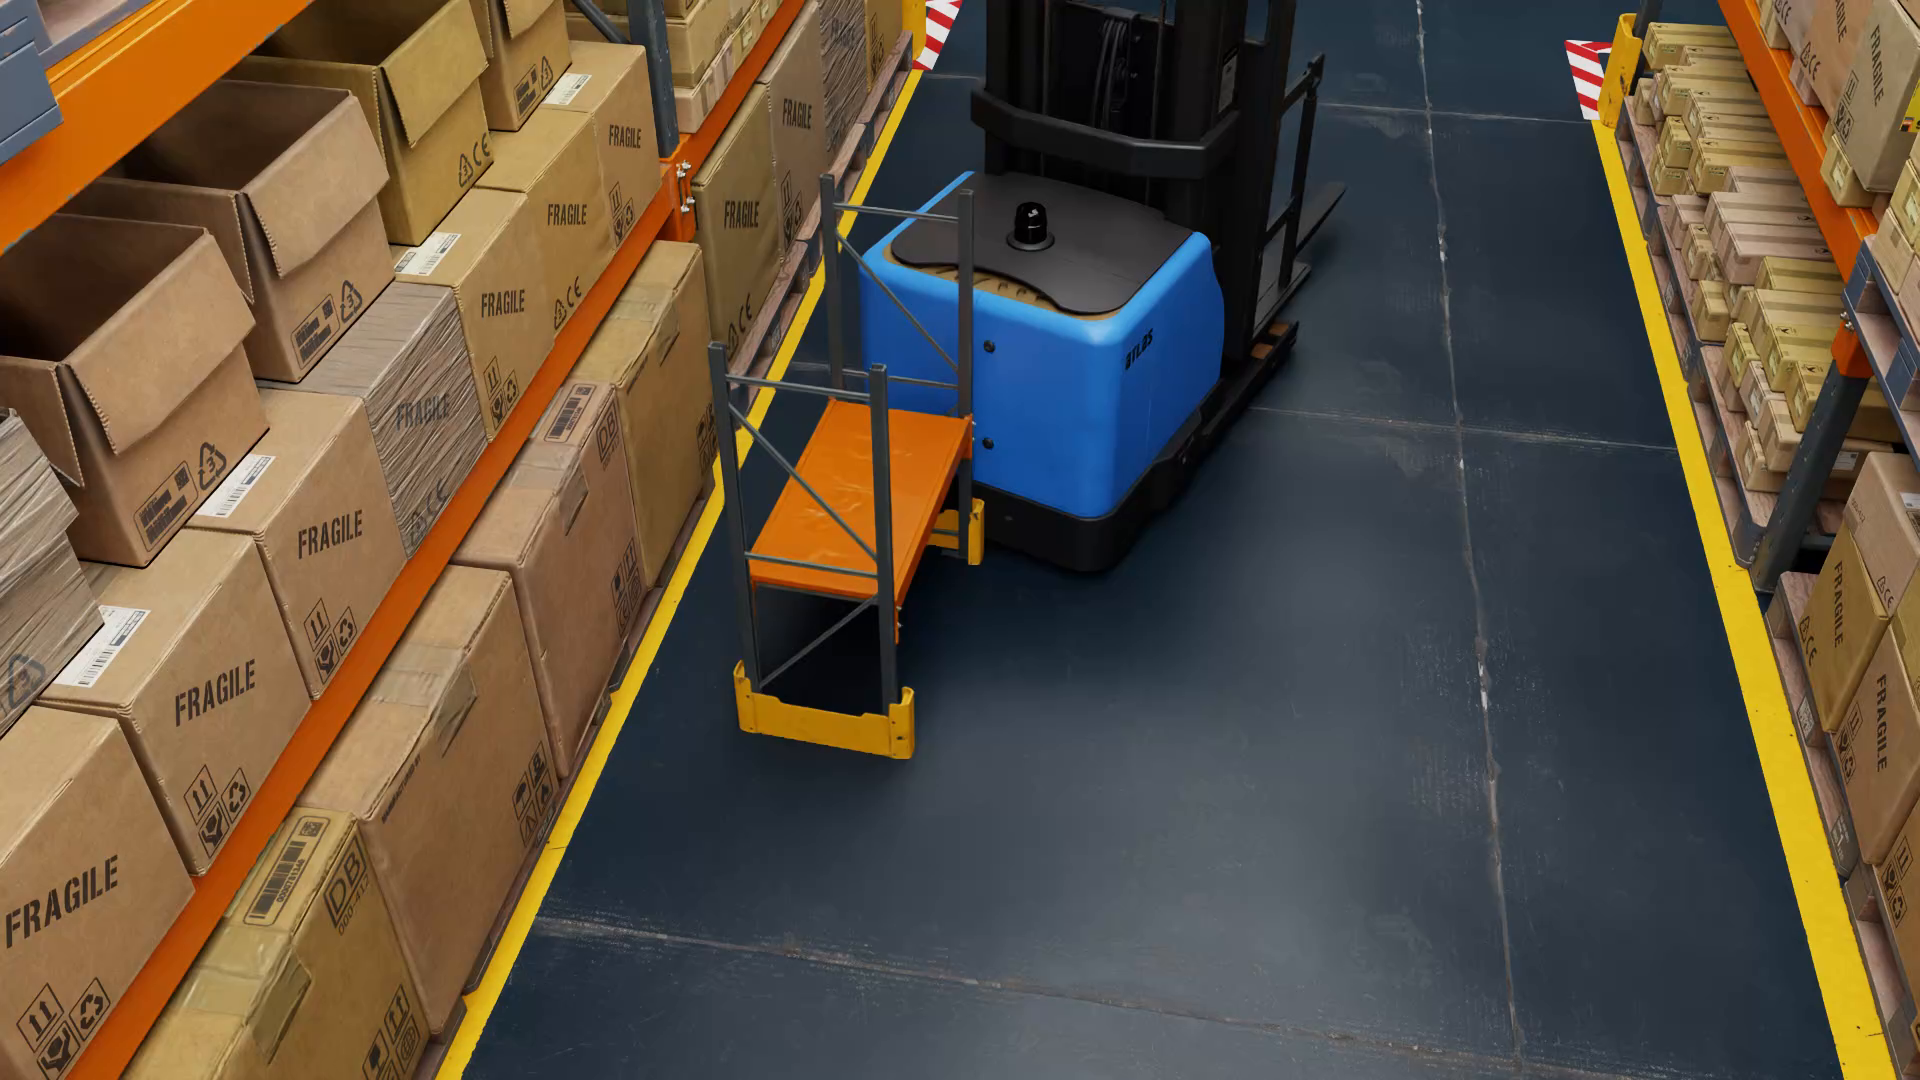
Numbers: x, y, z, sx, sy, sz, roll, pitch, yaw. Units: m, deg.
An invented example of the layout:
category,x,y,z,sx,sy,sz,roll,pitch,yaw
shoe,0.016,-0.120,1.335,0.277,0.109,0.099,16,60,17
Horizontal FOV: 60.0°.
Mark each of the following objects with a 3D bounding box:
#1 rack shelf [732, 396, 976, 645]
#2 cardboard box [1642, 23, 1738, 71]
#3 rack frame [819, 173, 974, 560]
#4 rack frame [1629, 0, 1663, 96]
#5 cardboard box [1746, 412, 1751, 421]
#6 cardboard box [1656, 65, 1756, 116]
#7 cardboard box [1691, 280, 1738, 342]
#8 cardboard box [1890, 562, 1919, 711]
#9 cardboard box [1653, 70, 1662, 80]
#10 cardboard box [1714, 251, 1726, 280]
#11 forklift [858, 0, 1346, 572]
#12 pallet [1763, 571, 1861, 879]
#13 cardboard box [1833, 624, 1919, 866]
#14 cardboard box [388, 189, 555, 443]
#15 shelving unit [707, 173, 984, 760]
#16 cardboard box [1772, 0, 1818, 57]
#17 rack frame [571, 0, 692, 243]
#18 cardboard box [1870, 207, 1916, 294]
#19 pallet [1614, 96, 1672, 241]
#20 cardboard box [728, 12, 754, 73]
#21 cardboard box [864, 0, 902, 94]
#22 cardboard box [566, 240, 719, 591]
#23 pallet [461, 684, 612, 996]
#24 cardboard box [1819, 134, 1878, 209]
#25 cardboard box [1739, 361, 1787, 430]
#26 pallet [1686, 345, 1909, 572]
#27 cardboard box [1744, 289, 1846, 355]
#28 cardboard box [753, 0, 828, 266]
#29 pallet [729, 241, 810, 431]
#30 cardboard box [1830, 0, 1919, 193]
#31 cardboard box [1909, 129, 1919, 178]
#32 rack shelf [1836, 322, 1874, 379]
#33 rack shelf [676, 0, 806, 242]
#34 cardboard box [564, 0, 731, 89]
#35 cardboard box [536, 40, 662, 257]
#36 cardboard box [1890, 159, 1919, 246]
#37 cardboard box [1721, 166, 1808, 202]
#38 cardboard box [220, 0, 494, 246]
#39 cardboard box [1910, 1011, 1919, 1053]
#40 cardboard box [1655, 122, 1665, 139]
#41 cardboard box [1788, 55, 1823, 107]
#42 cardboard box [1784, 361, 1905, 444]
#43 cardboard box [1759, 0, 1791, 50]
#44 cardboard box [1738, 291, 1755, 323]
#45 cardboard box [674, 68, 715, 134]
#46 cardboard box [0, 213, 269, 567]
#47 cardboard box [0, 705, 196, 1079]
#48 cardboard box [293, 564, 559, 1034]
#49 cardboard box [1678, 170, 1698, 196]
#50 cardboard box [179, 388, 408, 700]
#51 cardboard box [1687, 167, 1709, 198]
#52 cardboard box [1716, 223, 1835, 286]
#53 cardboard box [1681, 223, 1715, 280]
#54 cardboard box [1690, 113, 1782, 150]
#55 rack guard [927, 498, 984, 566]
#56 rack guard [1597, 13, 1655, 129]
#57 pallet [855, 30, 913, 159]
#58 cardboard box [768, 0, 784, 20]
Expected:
category,x,y,z,sx,sy,sz,roll,pitch,yaw
rack shelf,-0.322,-0.096,5.471,0.538,0.185,1.000,9,40,10
cardboard box,3.644,-2.459,8.311,0.380,0.149,0.250,5,40,6
rack frame,-0.202,-0.549,5.737,0.500,1.500,0.032,9,40,10
rack frame,4.070,-3.458,8.078,1.000,3.000,0.127,6,40,8
cardboard box,3.237,-0.448,6.346,0.380,0.149,0.250,7,40,9
cardboard box,3.545,-2.128,7.911,0.380,0.149,0.250,6,40,8
cardboard box,3.289,-0.944,6.945,0.380,0.149,0.250,6,40,8
cardboard box,2.900,0.334,4.535,0.500,0.250,0.500,7,40,9
cardboard box,3.726,-2.335,8.394,0.380,0.149,0.250,8,40,10
cardboard box,3.413,-1.174,6.990,0.380,0.149,0.250,5,40,6
forklift,0.802,-1.935,6.291,1.130,2.935,3.031,20,44,23
pallet,3.244,0.616,5.339,1.003,0.211,1.213,6,40,8
cardboard box,2.898,0.621,4.777,0.500,0.500,0.500,8,40,10
cardboard box,-1.478,-0.634,4.584,0.500,0.500,0.500,6,40,7
shelving unit,-0.320,-0.240,5.363,0.587,1.500,1.083,9,40,10
cardboard box,3.361,-2.073,6.091,0.500,0.500,0.500,6,40,7
rack frame,-1.490,-1.558,5.780,1.000,3.000,0.127,6,40,8
cardboard box,2.856,-0.816,4.750,0.380,0.149,0.250,5,40,6
pallet,3.881,-1.829,8.297,1.003,0.211,1.213,6,40,8
cardboard box,-1.021,-1.940,6.440,0.380,0.149,0.250,8,40,9
cardboard box,-0.830,-3.000,8.863,0.875,0.875,0.875,6,40,8
cardboard box,-1.581,-0.497,5.835,1.225,0.875,0.875,7,40,8
pallet,-1.758,0.778,5.144,1.003,0.211,1.213,6,40,8
cardboard box,3.134,-1.229,5.580,0.380,0.149,0.250,5,40,6
cardboard box,3.153,-0.529,6.210,0.380,0.149,0.250,5,40,6
pallet,3.459,-0.298,6.445,1.003,0.211,1.213,6,40,8
cardboard box,3.224,-0.813,6.321,0.380,0.149,0.250,6,40,7
cardboard box,-1.141,-1.871,7.497,0.875,0.875,0.875,6,40,8
pallet,-1.282,-0.952,7.235,1.003,0.211,1.213,6,40,8
cardboard box,3.183,-1.435,5.320,0.500,0.500,0.500,6,40,8
cardboard box,2.856,-1.045,4.561,0.380,0.149,0.250,8,40,10
rack shelf,3.031,0.585,3.753,1.077,0.370,4.000,6,40,8
rack shelf,-1.144,-2.536,7.527,1.077,0.370,4.000,6,40,8
cardboard box,-1.151,-1.880,6.055,0.500,0.250,0.500,6,40,7
cardboard box,-1.302,-1.273,5.357,0.500,0.500,0.500,7,40,8
cardboard box,2.856,-0.930,4.656,0.380,0.149,0.250,7,40,8
cardboard box,3.487,-1.462,7.105,0.380,0.149,0.250,6,40,8
cardboard box,-1.723,-1.152,4.423,0.797,0.503,0.637,7,40,8
cardboard box,2.711,1.264,4.000,0.500,0.500,0.500,5,40,6
cardboard box,3.699,-2.054,8.288,0.380,0.149,0.250,6,40,7
cardboard box,3.325,-1.723,6.177,0.380,0.149,0.250,5,40,6
cardboard box,3.183,-0.492,5.932,0.380,0.149,0.250,7,40,9
cardboard box,3.396,-2.045,6.566,0.380,0.149,0.250,7,40,9
cardboard box,3.322,-0.846,6.593,0.380,0.149,0.250,7,40,8
cardboard box,-1.111,-1.610,6.040,0.380,0.149,0.250,6,40,8
cardboard box,-1.924,-0.338,3.439,0.797,0.503,0.637,7,40,9
cardboard box,-1.830,0.639,3.044,0.500,0.500,0.500,8,40,9
cardboard box,-1.881,0.620,4.484,1.225,0.875,0.875,7,40,8
cardboard box,3.560,-1.578,7.713,0.380,0.149,0.250,6,40,8
cardboard box,-1.658,-0.007,3.826,0.500,0.500,0.500,6,40,7
cardboard box,3.564,-1.680,7.602,0.380,0.149,0.250,5,40,6
cardboard box,3.301,-1.148,6.725,0.380,0.149,0.250,5,40,6
cardboard box,3.409,-1.255,7.322,0.380,0.149,0.250,6,40,8
cardboard box,3.527,-1.791,7.503,0.380,0.149,0.250,8,40,9
rack guard,-0.203,-0.067,6.135,0.587,0.250,0.087,9,40,10
rack guard,4.056,-2.447,8.817,1.175,0.500,0.348,6,40,8
pallet,-0.859,-2.483,9.087,1.003,0.211,1.213,6,40,8
cardboard box,-0.933,-2.266,6.834,0.380,0.149,0.250,6,40,7
